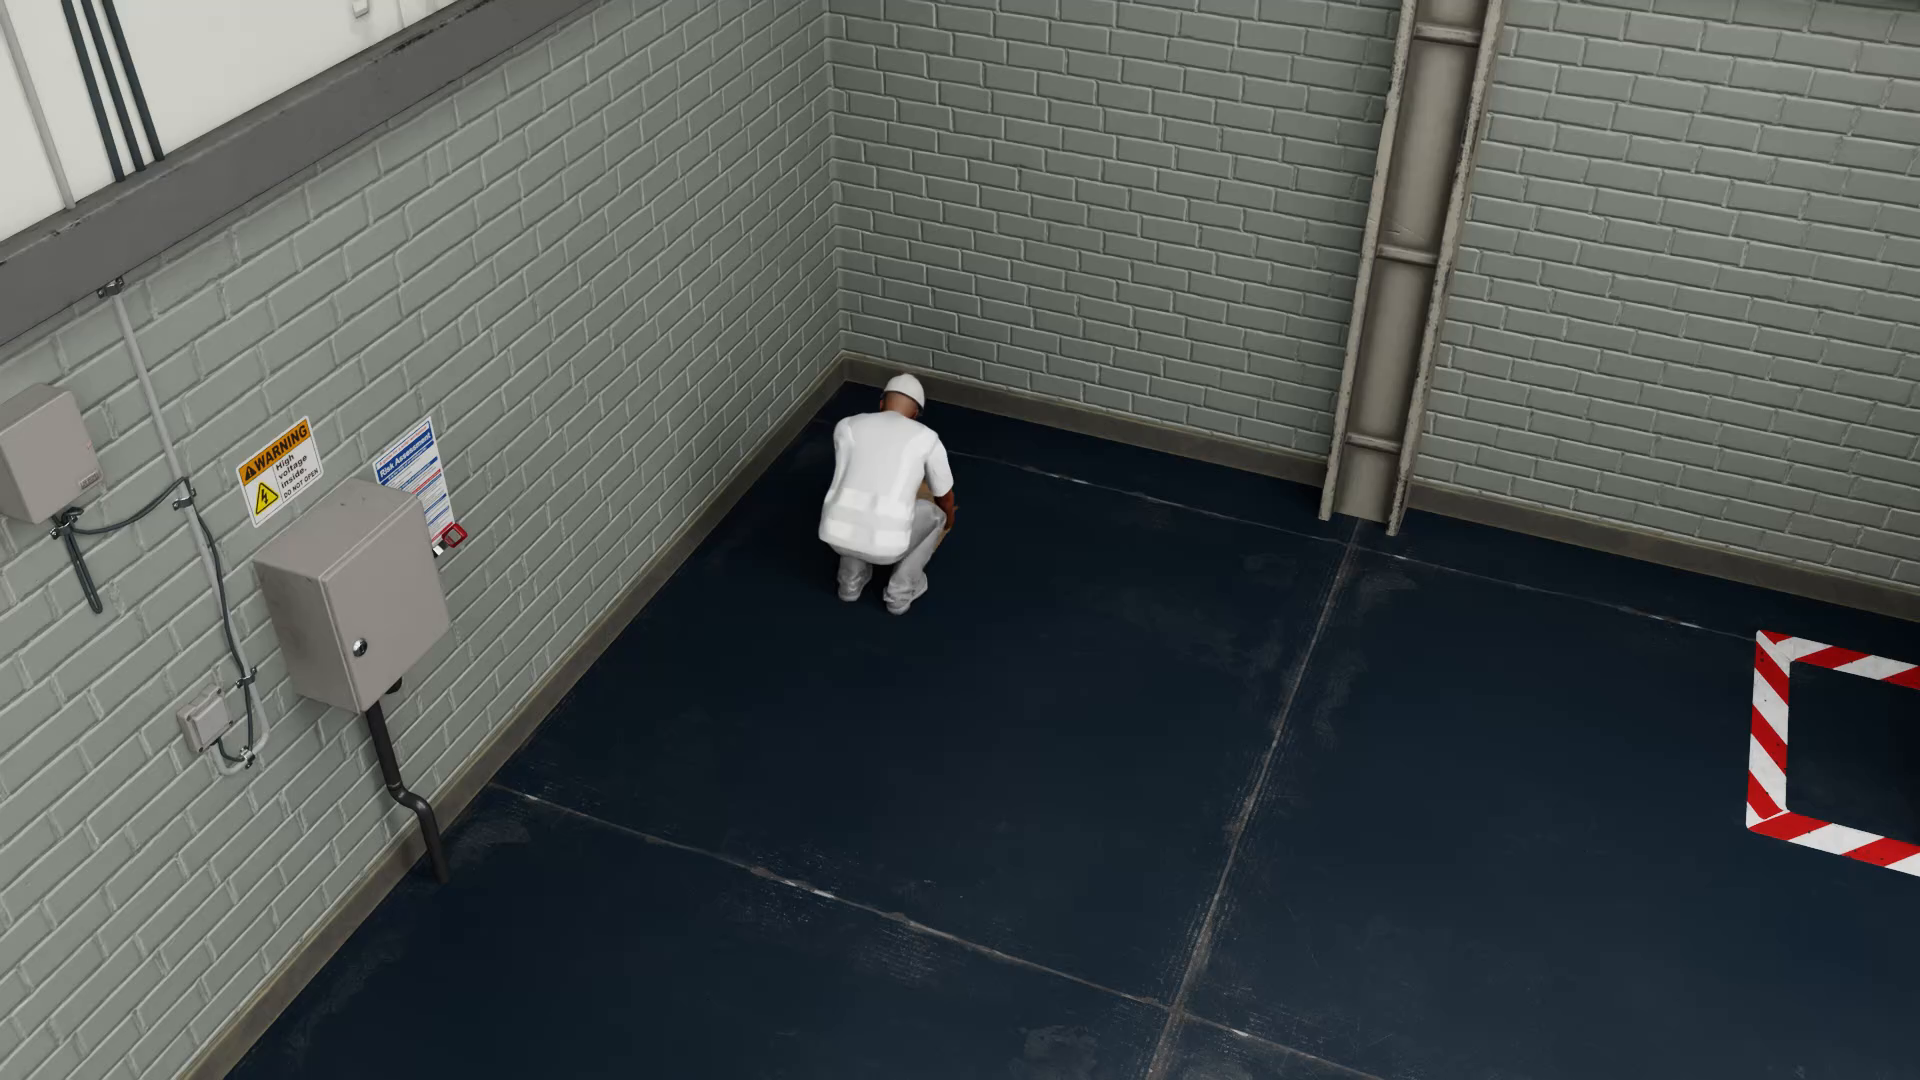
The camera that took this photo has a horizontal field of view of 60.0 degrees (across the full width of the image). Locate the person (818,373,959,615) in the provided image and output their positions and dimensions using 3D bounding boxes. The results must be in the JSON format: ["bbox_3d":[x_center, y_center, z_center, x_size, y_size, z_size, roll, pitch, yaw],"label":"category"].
[{"bbox_3d":[-0.364,-0.207,7.781,0.569,0.914,0.897,14,39,18],"label":"person"}]
